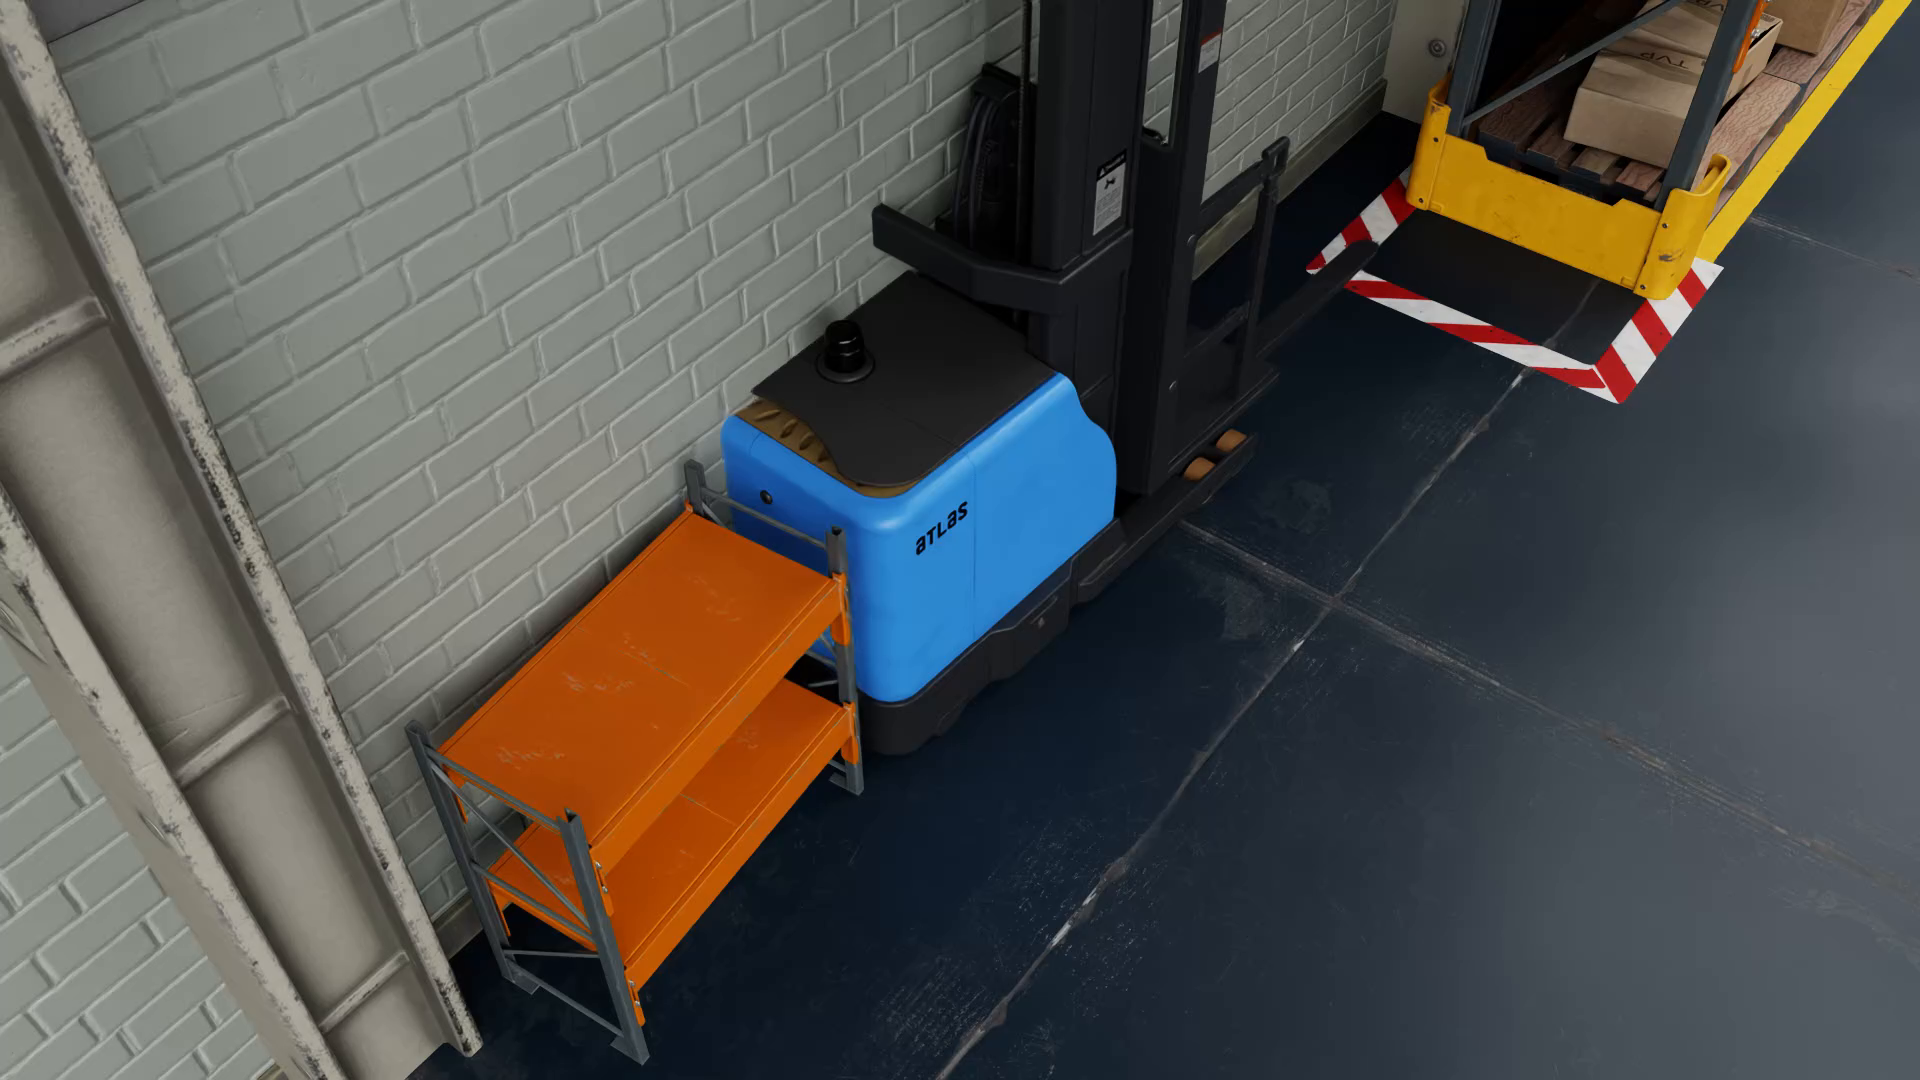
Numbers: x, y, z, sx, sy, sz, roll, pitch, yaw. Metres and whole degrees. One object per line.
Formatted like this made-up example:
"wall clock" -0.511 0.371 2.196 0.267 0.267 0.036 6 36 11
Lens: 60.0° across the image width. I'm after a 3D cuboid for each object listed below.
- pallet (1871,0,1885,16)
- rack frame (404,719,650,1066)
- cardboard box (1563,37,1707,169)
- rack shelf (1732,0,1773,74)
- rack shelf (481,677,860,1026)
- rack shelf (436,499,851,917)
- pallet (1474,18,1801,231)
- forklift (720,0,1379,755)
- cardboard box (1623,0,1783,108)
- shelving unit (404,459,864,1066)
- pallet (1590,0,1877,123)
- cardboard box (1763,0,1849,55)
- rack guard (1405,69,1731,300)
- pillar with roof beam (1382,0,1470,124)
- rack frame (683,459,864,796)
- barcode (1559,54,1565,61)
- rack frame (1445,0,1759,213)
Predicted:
"pallet" 4.471 -3.218 8.678 1.003 0.211 1.213 29 53 25
"rack frame" -1.047 0.902 4.110 0.500 1.125 0.032 24 51 21
"cardboard box" 2.903 -1.871 7.018 0.500 0.311 0.500 24 51 21
"rack shelf" 3.631 -3.188 7.218 1.077 0.370 4.000 29 53 25
"rack shelf" -0.778 0.759 4.585 0.538 0.278 1.000 24 51 21
"rack shelf" -0.778 0.388 4.197 0.538 0.278 1.000 24 51 21
"pallet" 2.980 -1.822 7.344 1.003 0.211 1.213 29 53 25
"forklift" 0.407 -1.354 5.017 1.130 2.935 3.031 32 54 27
"cardboard box" 3.251 -2.198 7.330 0.500 0.311 0.500 34 55 28
"shelving unit" -0.778 0.590 4.408 0.538 1.125 1.048 24 51 21
"pallet" 3.726 -2.517 8.008 1.003 0.211 1.213 29 53 25
"cardboard box" 3.739 -2.661 7.642 0.700 0.500 0.500 26 52 23
"rack guard" 2.455 -1.472 6.811 1.175 0.500 0.348 29 53 25
"pillar with roof beam" 5.559 -3.244 2.626 9.100 9.000 0.400 29 53 25
"rack frame" -0.510 0.278 4.706 0.500 1.125 0.032 24 51 21
"barcode" 2.597 -2.062 7.194 0.001 0.075 0.075 29 53 25
"rack frame" 2.409 -2.292 5.865 1.000 3.000 0.127 29 53 25
